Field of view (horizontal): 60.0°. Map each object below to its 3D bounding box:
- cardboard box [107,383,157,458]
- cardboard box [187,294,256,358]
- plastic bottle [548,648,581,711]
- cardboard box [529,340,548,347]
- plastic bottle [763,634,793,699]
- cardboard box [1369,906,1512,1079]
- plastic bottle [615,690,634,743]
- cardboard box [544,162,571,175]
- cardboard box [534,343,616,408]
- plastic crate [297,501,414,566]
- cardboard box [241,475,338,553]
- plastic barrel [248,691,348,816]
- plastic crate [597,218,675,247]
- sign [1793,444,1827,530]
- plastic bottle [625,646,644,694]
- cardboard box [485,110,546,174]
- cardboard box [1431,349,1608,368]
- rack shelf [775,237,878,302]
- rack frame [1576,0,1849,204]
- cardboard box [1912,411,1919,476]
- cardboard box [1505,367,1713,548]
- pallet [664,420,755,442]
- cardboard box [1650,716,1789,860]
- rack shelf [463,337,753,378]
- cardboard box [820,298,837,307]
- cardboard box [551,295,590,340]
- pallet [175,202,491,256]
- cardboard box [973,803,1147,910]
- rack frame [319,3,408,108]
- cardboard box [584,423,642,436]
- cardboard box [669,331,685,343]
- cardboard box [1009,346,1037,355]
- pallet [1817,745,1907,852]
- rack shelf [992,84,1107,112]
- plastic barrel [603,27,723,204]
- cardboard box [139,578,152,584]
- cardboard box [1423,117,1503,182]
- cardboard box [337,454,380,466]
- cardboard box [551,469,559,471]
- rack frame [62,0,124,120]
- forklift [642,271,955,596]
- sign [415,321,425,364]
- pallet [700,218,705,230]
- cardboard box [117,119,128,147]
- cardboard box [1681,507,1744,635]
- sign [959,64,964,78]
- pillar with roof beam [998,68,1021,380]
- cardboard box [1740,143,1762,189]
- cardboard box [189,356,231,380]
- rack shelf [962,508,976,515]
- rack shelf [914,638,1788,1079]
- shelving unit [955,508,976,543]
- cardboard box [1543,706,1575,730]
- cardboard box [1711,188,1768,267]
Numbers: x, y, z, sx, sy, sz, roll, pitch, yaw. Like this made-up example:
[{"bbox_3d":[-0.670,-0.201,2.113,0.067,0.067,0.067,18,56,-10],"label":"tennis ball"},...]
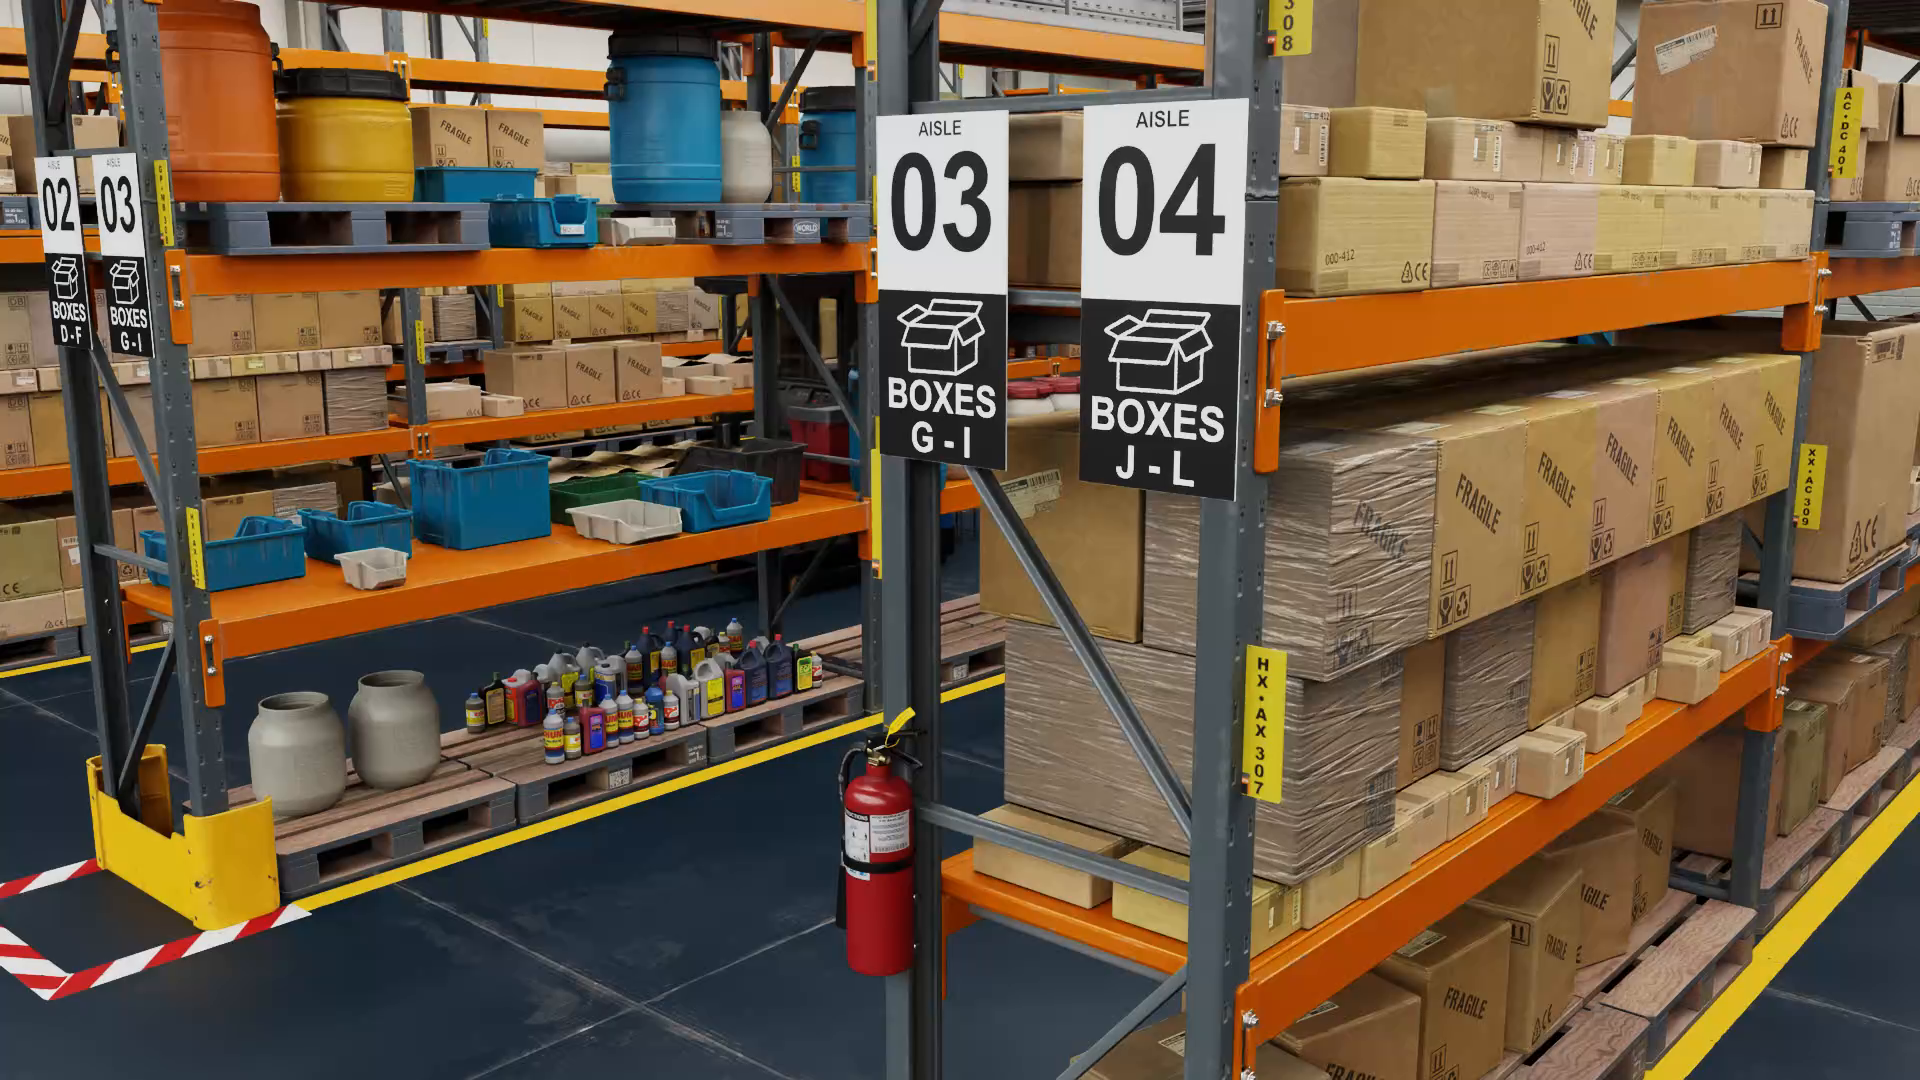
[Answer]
[{"bbox_3d":[-5.879,-0.888,11.782,0.700,0.500,0.500,10,15,42],"label":"cardboard box"},{"bbox_3d":[-5.528,-1.603,12.051,0.700,0.500,0.500,10,15,40],"label":"cardboard box"},{"bbox_3d":[-2.230,0.775,9.352,0.144,0.351,0.185,11,15,43],"label":"plastic bottle"},{"bbox_3d":[-5.095,-2.302,19.706,0.380,0.149,0.250,10,15,41],"label":"cardboard box"},{"bbox_3d":[-1.067,0.724,9.606,0.144,0.351,0.185,9,15,39],"label":"plastic bottle"},{"bbox_3d":[1.443,1.486,5.463,0.500,0.500,0.500,-10,15,-42],"label":"cardboard box"},{"bbox_3d":[-1.775,0.928,8.789,0.097,0.271,0.097,0,11,0],"label":"plastic bottle"},{"bbox_3d":[-5.072,-4.260,19.883,0.700,0.500,0.500,9,14,37],"label":"cardboard box"},{"bbox_3d":[-3.379,-1.443,14.563,0.500,0.500,0.500,10,15,40],"label":"cardboard box"},{"bbox_3d":[-2.960,-0.037,8.156,0.499,0.251,0.408,10,15,40],"label":"plastic crate"},{"bbox_3d":[-5.057,-0.189,12.571,0.500,0.500,0.500,10,15,40],"label":"cardboard box"},{"bbox_3d":[-3.121,1.005,7.841,0.421,0.512,0.421,0,11,0],"label":"plastic barrel"},{"bbox_3d":[-1.614,-1.544,8.339,0.243,0.136,0.396,10,15,40],"label":"plastic crate"},{"bbox_3d":[3.275,-0.206,6.414,0.100,0.325,0.005,10,15,40],"label":"sign"},{"bbox_3d":[-1.896,0.750,9.678,0.097,0.271,0.097,0,11,0],"label":"plastic bottle"},{"bbox_3d":[-3.781,-3.276,13.730,0.500,0.500,0.500,-10,15,-42],"label":"cardboard box"},{"bbox_3d":[2.046,-0.429,6.172,0.500,0.500,0.500,10,15,40],"label":"cardboard box"},{"bbox_3d":[0.462,-1.904,11.301,1.077,0.370,4.000,10,15,40],"label":"rack shelf"},{"bbox_3d":[2.863,-2.793,6.257,1.000,3.000,0.127,10,15,40],"label":"rack frame"},{"bbox_3d":[4.883,-0.515,8.841,0.500,0.500,0.700,-9,15,-39],"label":"cardboard box"},{"bbox_3d":[2.112,-0.287,5.462,0.500,0.500,0.500,10,15,40],"label":"cardboard box"},{"bbox_3d":[-3.472,-1.458,22.013,1.003,0.211,1.213,10,15,40],"label":"pallet"},{"bbox_3d":[3.284,1.072,7.485,0.700,0.500,0.500,8,14,36],"label":"cardboard box"},{"bbox_3d":[-4.339,-2.302,20.954,1.077,0.370,4.000,10,15,40],"label":"rack shelf"},{"bbox_3d":[-2.163,-3.281,23.251,0.980,0.700,0.700,9,15,39],"label":"cardboard box"},{"bbox_3d":[-4.794,-2.680,19.942,0.500,0.500,0.500,10,15,42],"label":"cardboard box"},{"bbox_3d":[-2.879,-1.390,7.375,1.003,0.211,1.213,10,15,40],"label":"pallet"},{"bbox_3d":[0.255,0.792,4.267,0.380,0.149,0.250,10,15,40],"label":"cardboard box"},{"bbox_3d":[-4.576,-4.074,12.673,1.000,3.000,0.127,10,15,40],"label":"rack frame"},{"bbox_3d":[-4.492,-1.732,20.678,0.750,0.750,0.750,10,15,40],"label":"cardboard box"},{"bbox_3d":[-3.725,-2.603,21.215,0.380,0.149,0.250,10,15,40],"label":"cardboard box"},{"bbox_3d":[0.842,-2.465,19.678,0.500,0.500,0.500,10,15,41],"label":"cardboard box"},{"bbox_3d":[4.181,1.222,8.595,1.003,0.211,1.213,10,15,40],"label":"pallet"},{"bbox_3d":[2.025,-5.191,20.110,1.077,0.370,4.000,10,15,40],"label":"rack shelf"},{"bbox_3d":[-1.595,-2.281,9.003,0.600,0.901,0.708,10,15,40],"label":"plastic barrel"},{"bbox_3d":[-5.704,0.328,11.897,0.500,0.250,0.500,10,15,40],"label":"cardboard box"},{"bbox_3d":[1.129,-0.975,4.182,0.380,0.149,0.250,11,15,43],"label":"cardboard box"},{"bbox_3d":[-6.830,-1.100,18.360,0.700,0.500,0.500,10,15,40],"label":"cardboard box"},{"bbox_3d":[-3.854,-0.512,14.671,0.500,0.311,0.500,10,15,40],"label":"cardboard box"},{"bbox_3d":[-8.300,-4.714,15.877,1.000,3.000,0.127,10,15,40],"label":"rack frame"},{"bbox_3d":[-1.420,-1.113,13.337,1.130,2.935,3.031,10,15,42],"label":"forklift"},{"bbox_3d":[-4.158,-1.524,12.810,0.100,0.325,0.005,10,15,40],"label":"sign"},{"bbox_3d":[-2.317,-2.988,15.374,1.213,0.211,1.003,11,16,43],"label":"pallet"},{"bbox_3d":[-5.758,-2.702,11.770,0.637,0.503,0.797,-10,15,-41],"label":"cardboard box"},{"bbox_3d":[2.519,0.012,6.514,0.875,0.500,0.500,10,15,40],"label":"cardboard box"},{"bbox_3d":[0.020,-6.904,24.255,0.100,0.325,0.005,10,15,40],"label":"sign"},{"bbox_3d":[3.988,-6.432,24.478,9.100,9.000,0.548,10,15,40],"label":"pillar with roof beam"},{"bbox_3d":[2.520,-1.283,5.722,0.380,0.149,0.250,9,14,38],"label":"cardboard box"},{"bbox_3d":[-5.434,-1.245,11.914,0.380,0.149,0.250,10,15,42],"label":"cardboard box"},{"bbox_3d":[-0.010,-0.307,15.178,0.258,0.103,0.180,10,15,40],"label":"rack shelf"},{"bbox_3d":[1.542,0.796,5.442,1.077,0.370,4.000,10,15,40],"label":"rack shelf"},{"bbox_3d":[-0.010,-0.586,15.122,0.258,1.200,0.189,10,15,40],"label":"shelving unit"},{"bbox_3d":[1.718,0.588,5.291,0.380,0.149,0.250,10,15,40],"label":"cardboard box"},{"bbox_3d":[2.405,-1.072,5.683,0.500,0.250,0.500,10,15,42],"label":"cardboard box"}]
